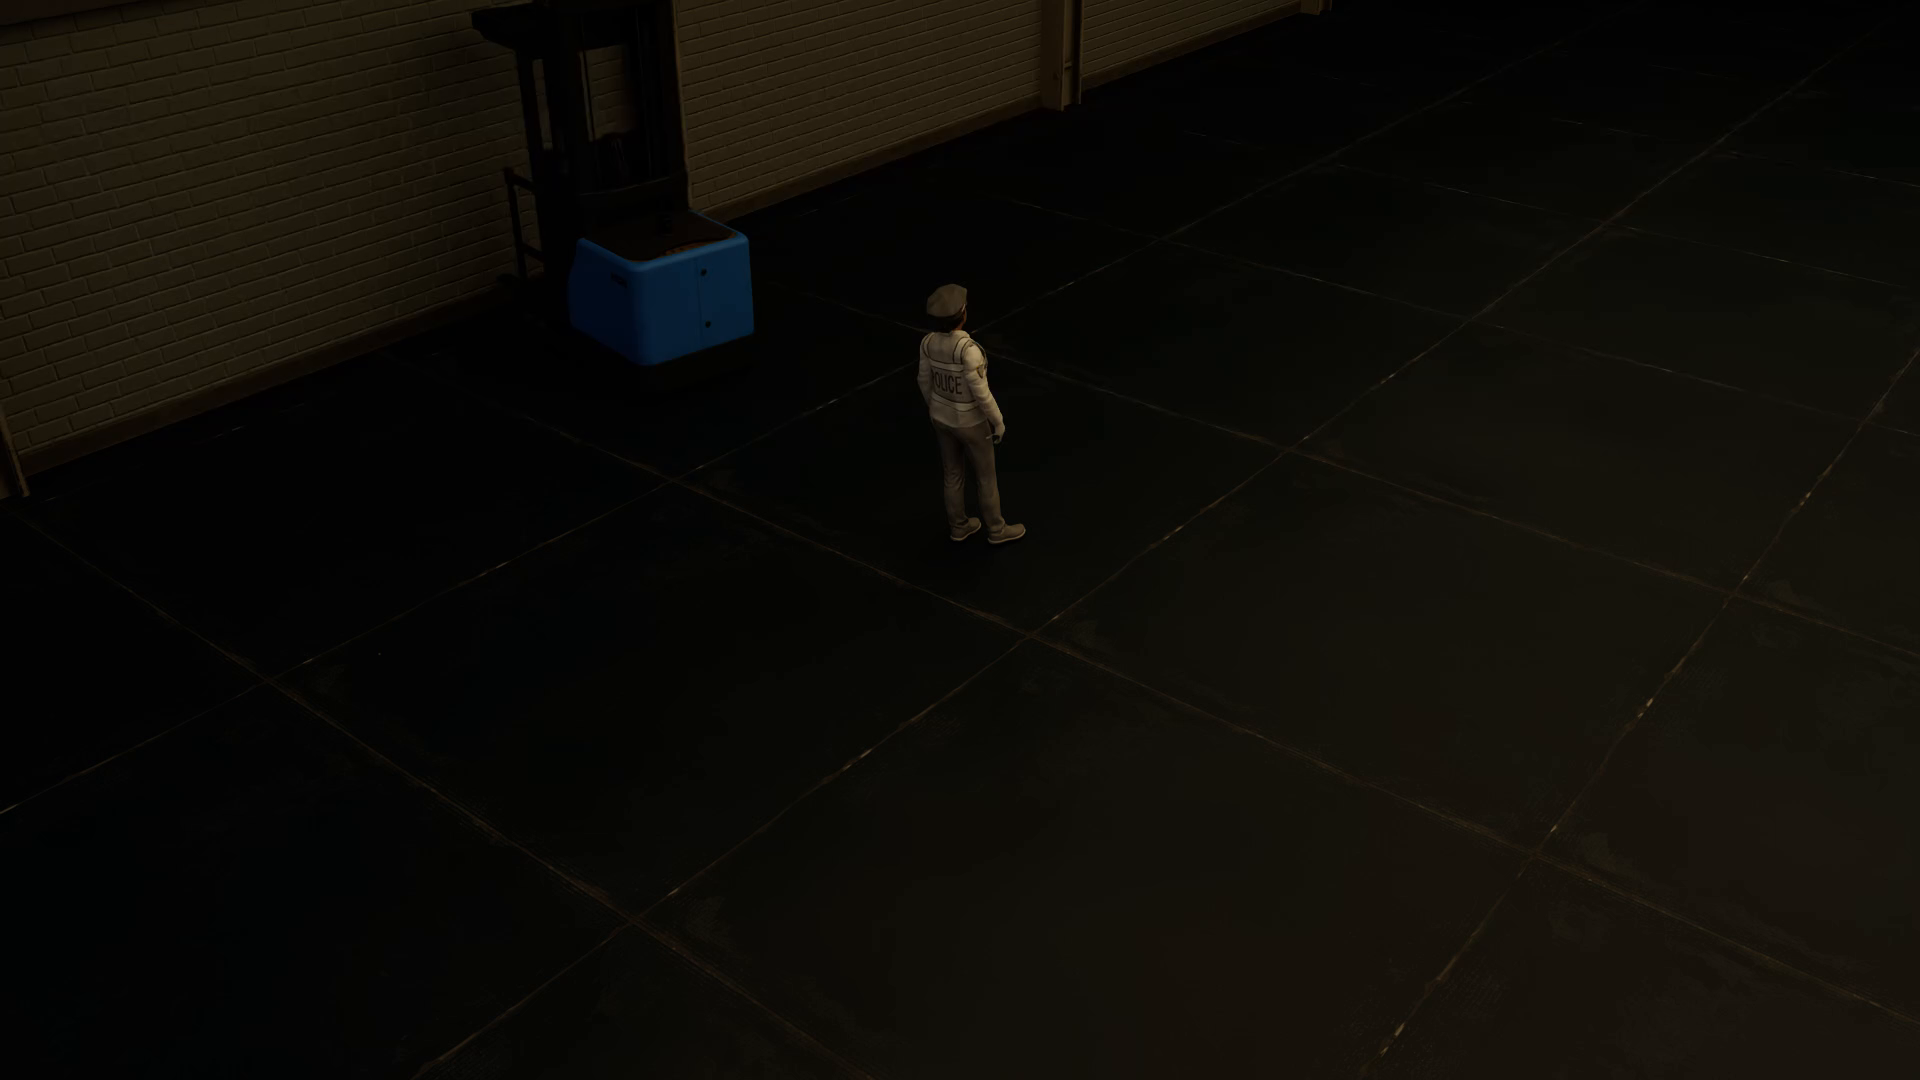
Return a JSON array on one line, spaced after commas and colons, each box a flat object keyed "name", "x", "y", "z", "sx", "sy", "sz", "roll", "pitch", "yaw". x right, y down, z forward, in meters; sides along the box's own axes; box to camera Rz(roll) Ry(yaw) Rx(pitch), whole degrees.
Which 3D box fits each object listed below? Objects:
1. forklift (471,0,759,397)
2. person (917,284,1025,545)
[{"name": "forklift", "x": -2.885, "y": -2.977, "z": 12.690, "sx": 1.130, "sy": 2.935, "sz": 3.031, "roll": -24, "pitch": 38, "yaw": -35}, {"name": "person", "x": 0.048, "y": -0.763, "z": 10.112, "sx": 0.587, "sy": 1.695, "sz": 0.531, "roll": 22, "pitch": 37, "yaw": 33}]
